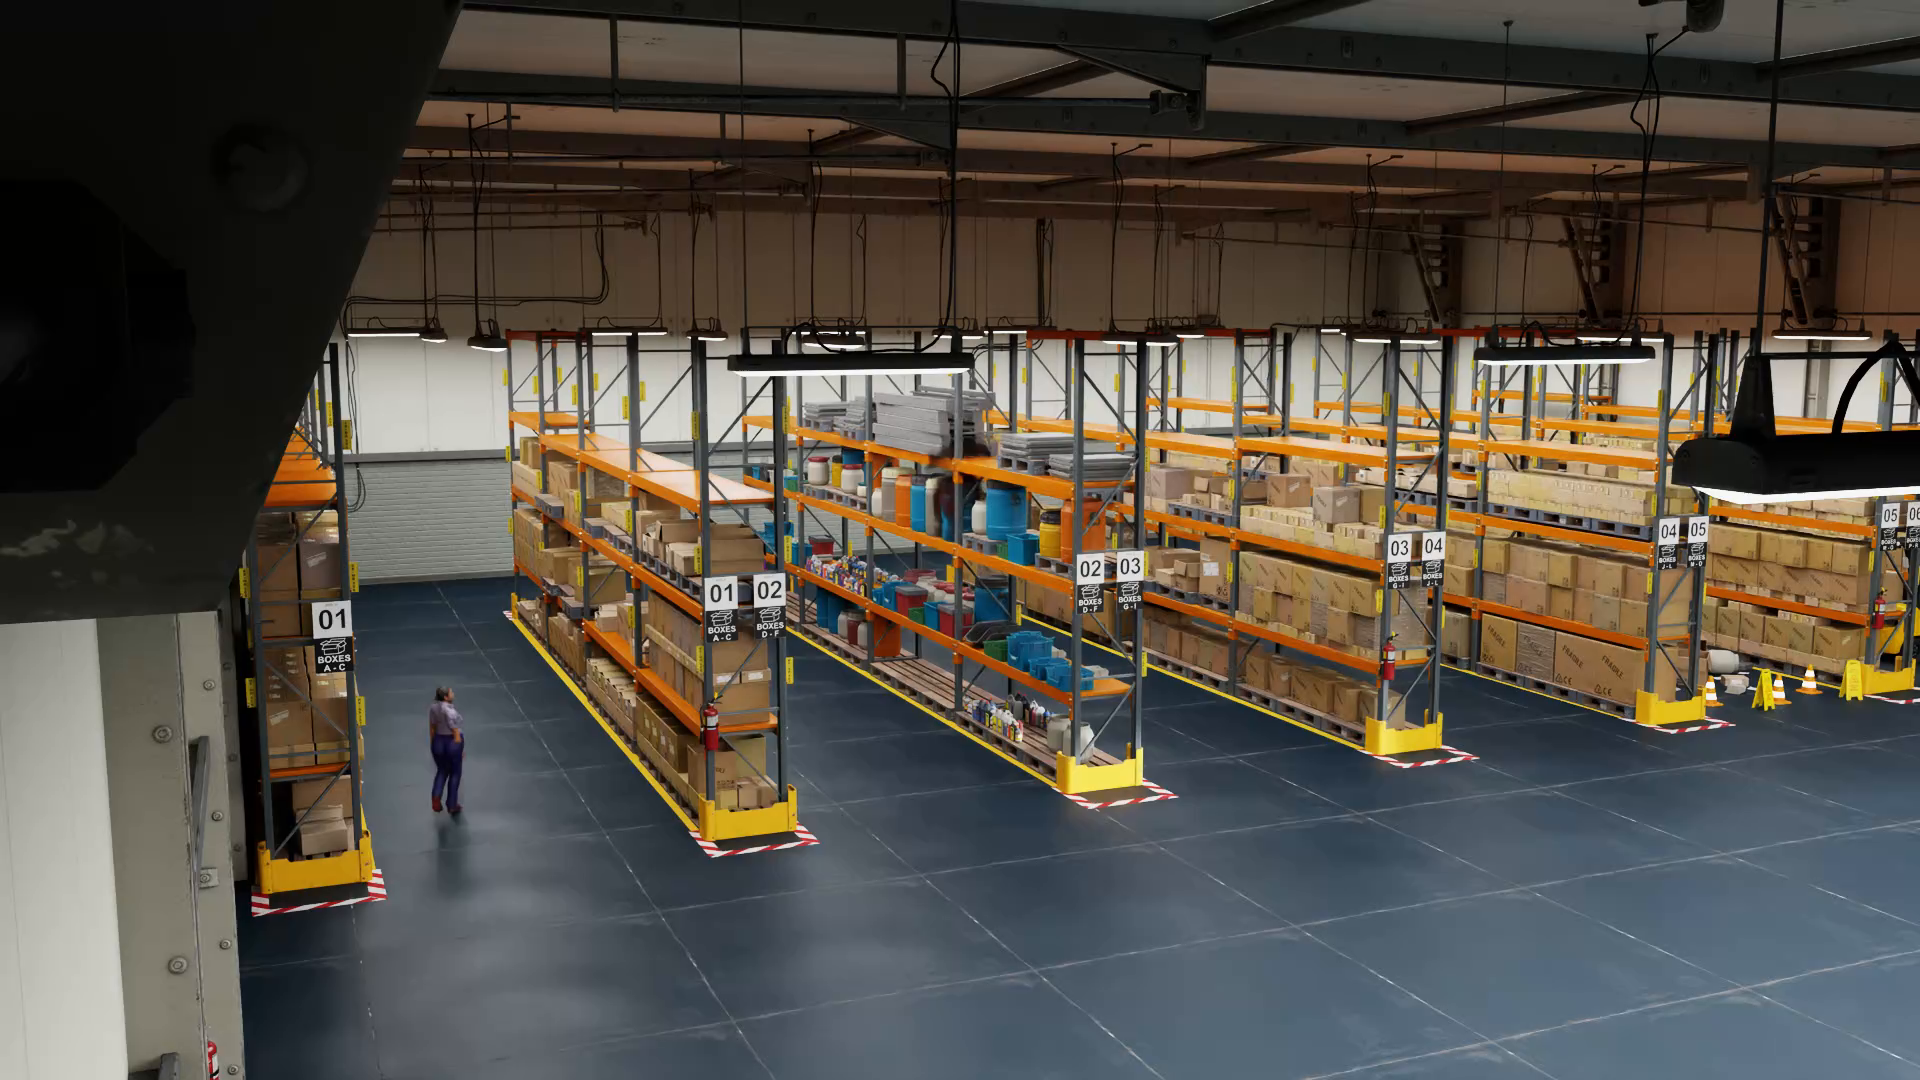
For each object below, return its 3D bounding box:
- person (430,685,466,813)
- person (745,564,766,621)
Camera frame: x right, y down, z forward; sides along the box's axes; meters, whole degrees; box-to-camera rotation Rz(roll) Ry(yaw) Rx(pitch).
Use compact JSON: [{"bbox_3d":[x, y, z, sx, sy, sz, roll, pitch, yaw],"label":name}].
[{"bbox_3d":[-6.516,2.645,21.129,0.489,1.649,0.454,1,8,11],"label":"person"},{"bbox_3d":[-4.207,0.925,33.580,0.619,1.730,1.043,-1,8,-7],"label":"person"}]
